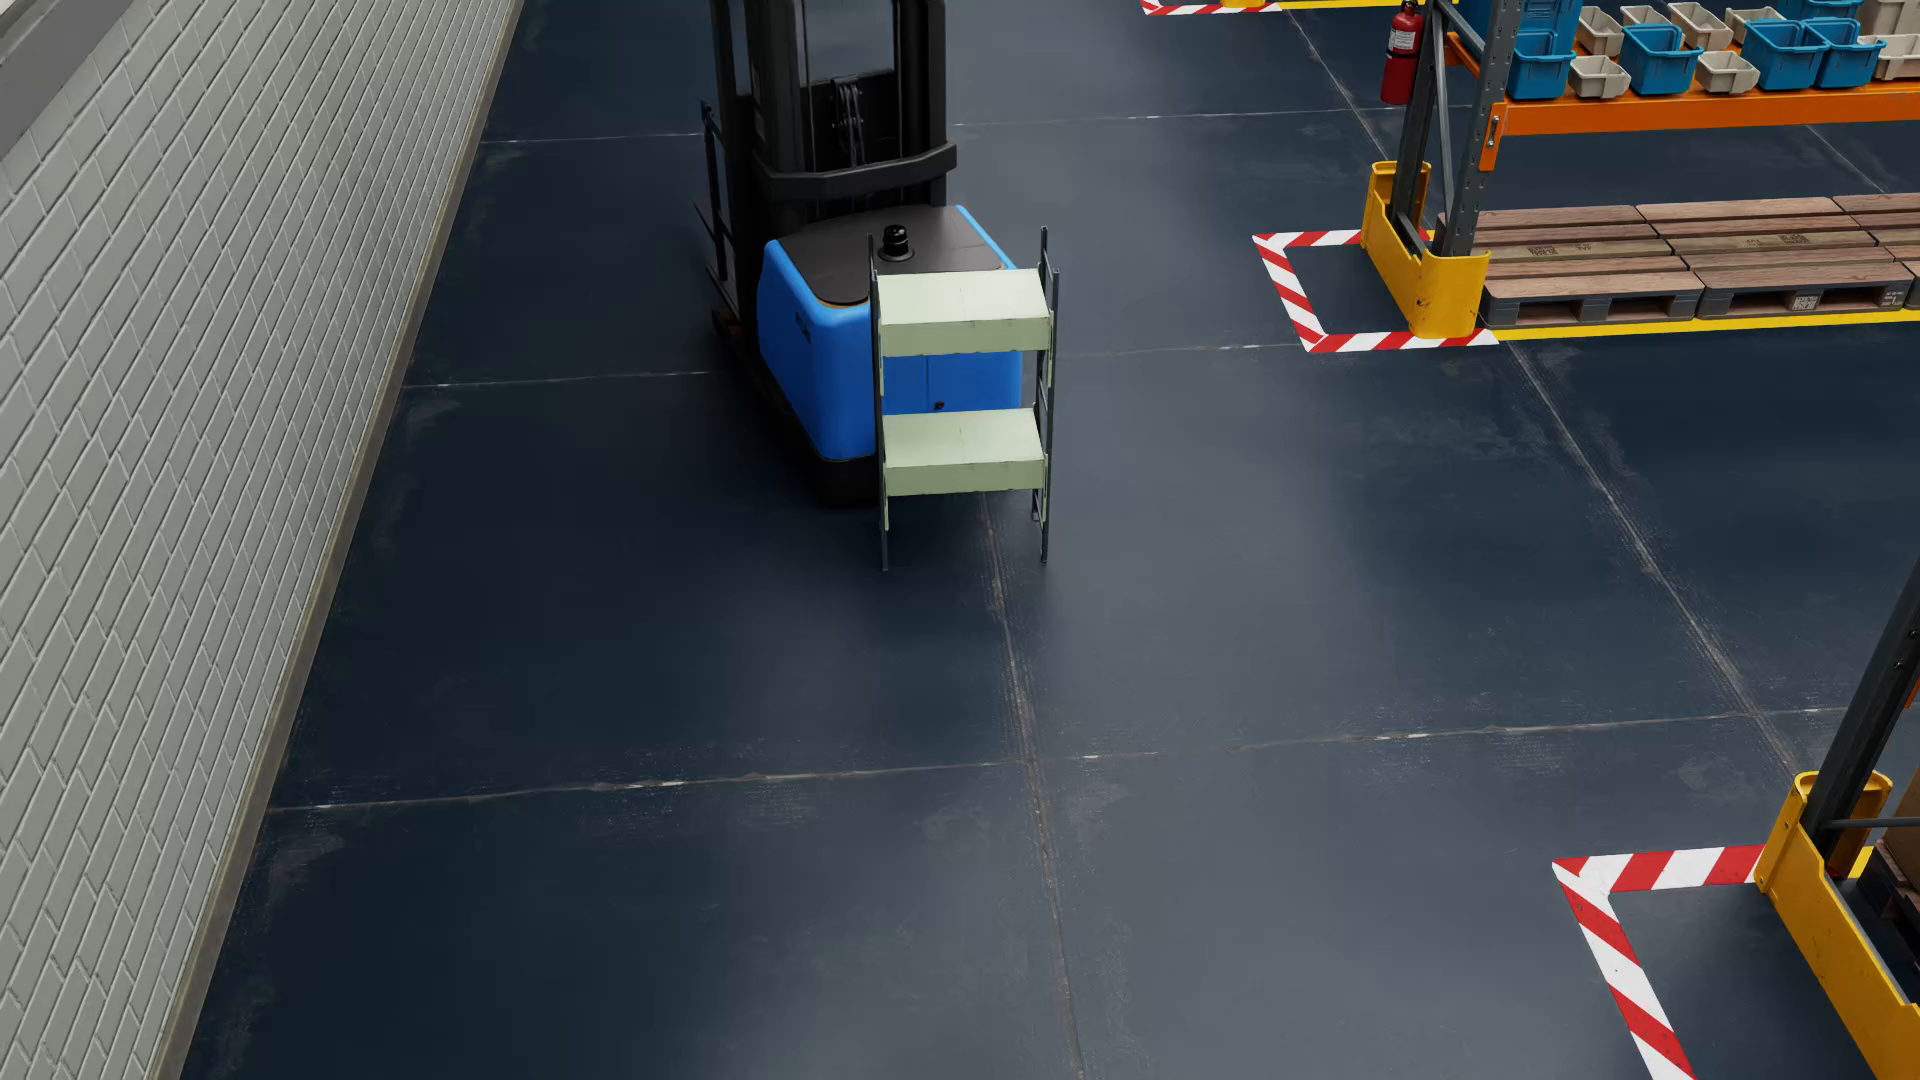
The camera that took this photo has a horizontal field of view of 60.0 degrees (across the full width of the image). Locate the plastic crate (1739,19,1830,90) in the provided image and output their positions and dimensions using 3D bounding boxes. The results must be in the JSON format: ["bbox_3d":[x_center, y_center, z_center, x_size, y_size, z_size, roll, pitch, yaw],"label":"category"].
[{"bbox_3d":[4.233,-2.498,8.581,0.300,0.233,0.416,-3,38,-4],"label":"plastic crate"}]

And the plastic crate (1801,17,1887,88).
[{"bbox_3d":[4.532,-2.515,8.602,0.300,0.233,0.416,-3,38,-4],"label":"plastic crate"}]

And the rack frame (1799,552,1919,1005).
[{"bbox_3d":[3.082,0.399,4.823,0.127,3.000,1.000,-3,38,-4],"label":"rack frame"}]

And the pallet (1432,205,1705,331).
[{"bbox_3d":[3.472,-1.584,9.587,1.213,0.211,1.003,-3,38,-4],"label":"pallet"}]

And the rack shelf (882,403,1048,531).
[{"bbox_3d":[0.007,-0.333,7.488,0.720,0.370,0.431,-3,38,-4],"label":"rack shelf"}]

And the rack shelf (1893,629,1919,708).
[{"bbox_3d":[5.074,0.571,5.185,4.000,0.370,1.077,-3,38,-4],"label":"rack shelf"}]

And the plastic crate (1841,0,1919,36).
[{"bbox_3d":[5.094,-2.884,9.031,0.530,0.282,0.437,-3,38,-4],"label":"plastic crate"}]

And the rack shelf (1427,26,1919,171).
[{"bbox_3d":[4.639,-2.485,9.059,4.000,0.370,1.077,-3,38,-4],"label":"rack shelf"}]

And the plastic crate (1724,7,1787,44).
[{"bbox_3d":[4.302,-2.799,9.041,0.250,0.136,0.298,-3,38,-4],"label":"plastic crate"}]

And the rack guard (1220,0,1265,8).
[{"bbox_3d":[2.184,-4.731,13.342,0.348,0.500,1.175,-3,38,-4],"label":"rack guard"}]

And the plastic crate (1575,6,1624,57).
[{"bbox_3d":[3.443,-2.734,8.958,0.243,0.136,0.396,-3,38,-4],"label":"plastic crate"}]

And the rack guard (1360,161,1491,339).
[{"bbox_3d":[2.624,-1.667,9.459,0.348,0.500,1.175,-3,38,-4],"label":"rack guard"}]

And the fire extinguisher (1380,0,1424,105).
[{"bbox_3d":[2.456,-2.753,9.181,0.183,0.674,0.296,-3,38,-4],"label":"fire extinguisher"}]

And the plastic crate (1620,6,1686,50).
[{"bbox_3d":[3.733,-2.741,8.967,0.243,0.136,0.396,-3,38,-4],"label":"plastic crate"}]

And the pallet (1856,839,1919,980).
[{"bbox_3d":[3.952,1.445,5.748,1.213,0.211,1.003,-3,38,-4],"label":"pallet"}]

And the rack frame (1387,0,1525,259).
[{"bbox_3d":[2.647,-2.658,8.697,0.127,3.000,1.000,-3,38,-4],"label":"rack frame"}]

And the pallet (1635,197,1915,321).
[{"bbox_3d":[4.684,-1.649,9.670,1.213,0.211,1.003,-3,38,-4],"label":"pallet"}]

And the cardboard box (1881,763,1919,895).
[{"bbox_3d":[3.602,1.026,5.692,0.500,0.500,0.500,-3,38,-4],"label":"cardboard box"}]

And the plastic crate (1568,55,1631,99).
[{"bbox_3d":[3.249,-2.355,8.477,0.298,0.136,0.250,-3,38,-4],"label":"plastic crate"}]

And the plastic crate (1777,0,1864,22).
[{"bbox_3d":[4.670,-2.886,9.073,0.300,0.233,0.416,-3,38,-4],"label":"plastic crate"}]

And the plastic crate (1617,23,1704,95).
[{"bbox_3d":[3.578,-2.462,8.535,0.300,0.233,0.416,-3,38,-4],"label":"plastic crate"}]

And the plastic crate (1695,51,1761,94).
[{"bbox_3d":[3.924,-2.392,8.524,0.298,0.136,0.250,-3,38,-4],"label":"plastic crate"}]

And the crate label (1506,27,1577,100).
[{"bbox_3d":[2.922,-2.426,8.490,0.303,0.233,0.416,-3,38,-4],"label":"crate label"}]

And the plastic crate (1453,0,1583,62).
[{"bbox_3d":[2.964,-2.829,8.837,0.499,0.435,0.616,-3,38,-4],"label":"plastic crate"}]

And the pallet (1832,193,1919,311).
[{"bbox_3d":[5.902,-1.718,9.757,1.213,0.211,1.003,-3,38,-4],"label":"pallet"}]

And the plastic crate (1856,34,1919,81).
[{"bbox_3d":[4.923,-2.516,8.682,0.466,0.136,0.293,-3,38,-4],"label":"plastic crate"}]

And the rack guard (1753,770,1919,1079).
[{"bbox_3d":[3.158,1.376,5.603,0.348,0.500,1.175,-3,38,-4],"label":"rack guard"}]

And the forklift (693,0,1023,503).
[{"bbox_3d":[-0.715,-2.239,8.222,1.130,2.935,3.031,-14,40,-17],"label":"forklift"}]

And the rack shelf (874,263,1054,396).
[{"bbox_3d":[0.007,-0.896,7.044,0.720,0.370,0.431,-3,38,-4],"label":"rack shelf"}]

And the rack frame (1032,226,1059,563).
[{"bbox_3d":[0.371,-0.609,7.311,0.023,1.500,0.400,-3,38,-4],"label":"rack frame"}]

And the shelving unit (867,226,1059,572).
[{"bbox_3d":[0.007,-0.589,7.286,0.755,1.500,0.431,-3,38,-4],"label":"shelving unit"}]

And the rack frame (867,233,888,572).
[{"bbox_3d":[-0.358,-0.569,7.260,0.023,1.500,0.400,-3,38,-4],"label":"rack frame"}]

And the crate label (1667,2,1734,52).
[{"bbox_3d":[4.008,-2.771,9.005,0.243,0.136,0.396,-3,38,-4],"label":"crate label"}]
